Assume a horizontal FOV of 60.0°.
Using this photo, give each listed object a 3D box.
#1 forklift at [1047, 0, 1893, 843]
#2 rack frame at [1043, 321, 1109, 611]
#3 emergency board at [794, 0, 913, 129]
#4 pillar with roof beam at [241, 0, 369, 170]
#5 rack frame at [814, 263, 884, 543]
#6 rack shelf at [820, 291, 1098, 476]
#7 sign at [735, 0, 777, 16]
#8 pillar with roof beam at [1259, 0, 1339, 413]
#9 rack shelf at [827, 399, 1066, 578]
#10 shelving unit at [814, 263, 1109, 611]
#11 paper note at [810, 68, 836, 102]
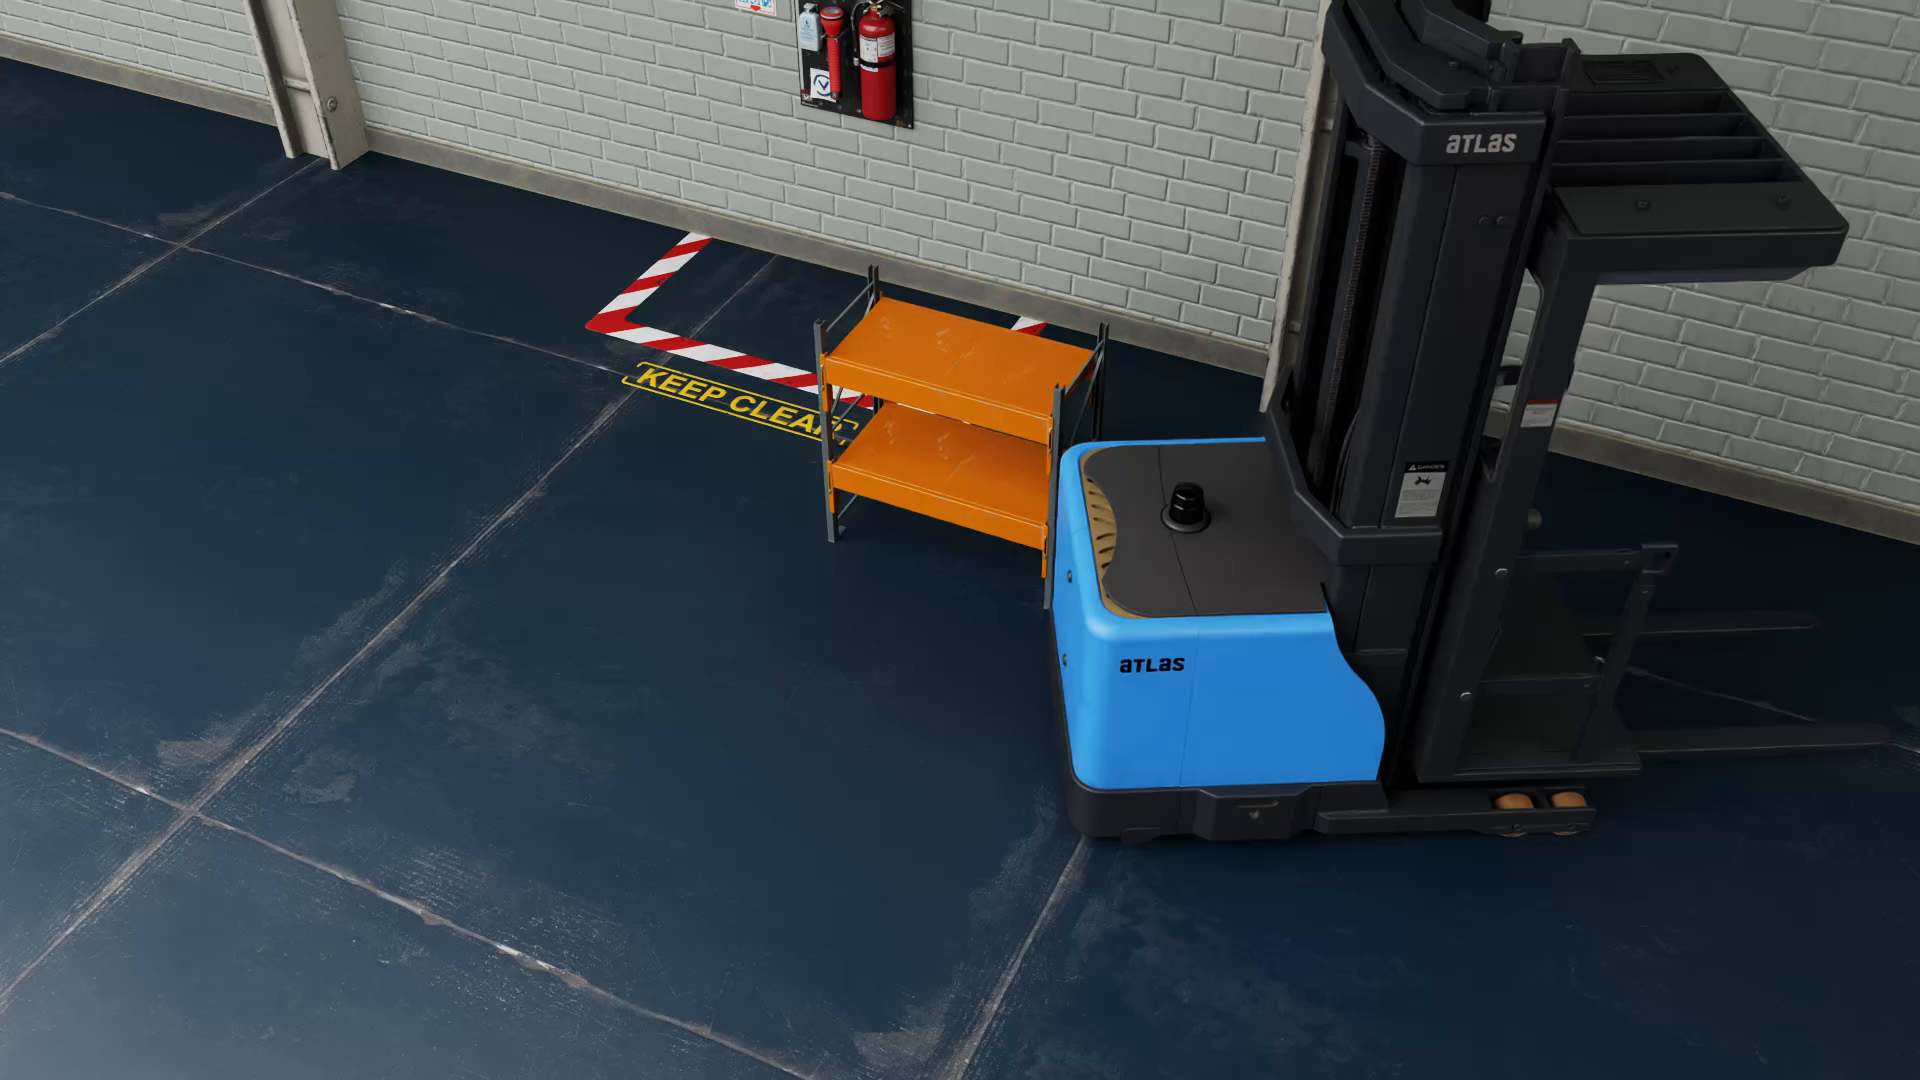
[{"bbox_3d":[1.882,-0.382,5.453,3.031,2.935,1.130,-2,41,-2],"label":"forklift"},{"bbox_3d":[0.467,-0.282,6.717,0.032,1.125,0.500,17,44,19],"label":"rack frame"},{"bbox_3d":[-0.547,-2.494,7.837,0.643,1.169,0.194,17,44,19],"label":"emergency board"},{"bbox_3d":[-5.581,-3.160,4.026,0.400,9.000,9.100,17,44,19],"label":"pillar with roof beam"},{"bbox_3d":[-0.455,-0.564,7.042,0.032,1.125,0.500,17,44,19],"label":"rack frame"},{"bbox_3d":[0.006,-0.644,6.688,1.000,0.278,0.538,17,44,19],"label":"rack shelf"},{"bbox_3d":[-1.004,-2.722,8.073,0.234,0.329,0.001,17,44,19],"label":"sign"},{"bbox_3d":[-0.143,-1.499,2.109,0.400,9.000,9.100,17,44,19],"label":"pillar with roof beam"},{"bbox_3d":[0.006,-0.238,7.040,1.000,0.278,0.538,17,44,19],"label":"rack shelf"},{"bbox_3d":[0.006,-0.423,6.879,1.048,1.125,0.538,17,44,19],"label":"shelving unit"},{"bbox_3d":[-0.678,-2.251,8.230,0.142,0.148,0.016,17,44,19],"label":"paper note"}]
